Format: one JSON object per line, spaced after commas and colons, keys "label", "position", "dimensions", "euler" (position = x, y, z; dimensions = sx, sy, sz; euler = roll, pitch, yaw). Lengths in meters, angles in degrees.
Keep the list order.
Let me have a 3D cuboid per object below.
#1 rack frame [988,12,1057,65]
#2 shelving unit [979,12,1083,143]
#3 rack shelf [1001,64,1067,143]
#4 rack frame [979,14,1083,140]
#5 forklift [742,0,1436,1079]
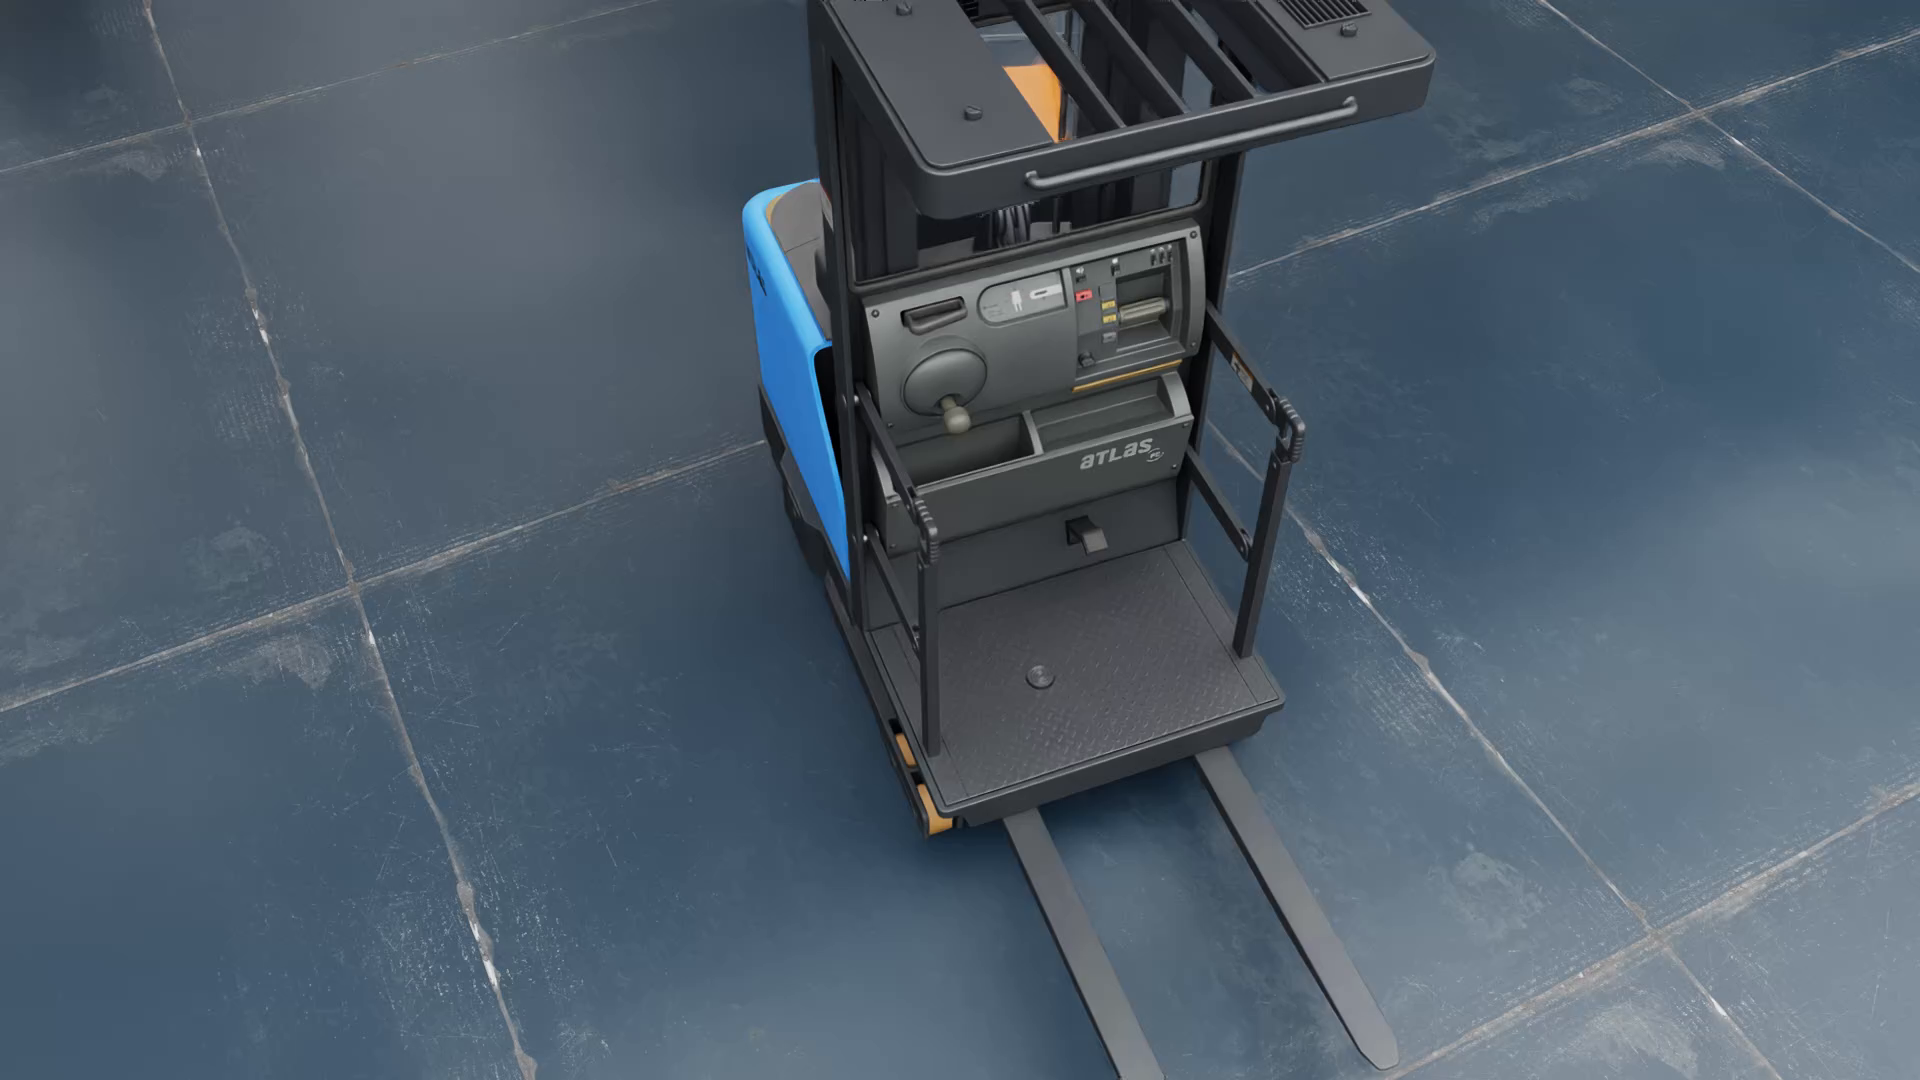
{"label": "rack frame", "position": [0.122, -1.948, 6.457], "dimensions": [0.500, 1.500, 0.032], "euler": [-2, 49, -2]}
{"label": "shelving unit", "position": [0.145, -1.572, 6.129], "dimensions": [0.587, 1.500, 1.083], "euler": [-2, 49, -2]}
{"label": "rack shelf", "position": [0.145, -1.447, 6.258], "dimensions": [0.538, 0.185, 1.000], "euler": [-2, 49, -2]}
{"label": "rack frame", "position": [0.168, -1.183, 5.789], "dimensions": [0.500, 1.500, 0.032], "euler": [-2, 49, -2]}
{"label": "forklift", "position": [0.286, -0.449, 4.196], "dimensions": [1.130, 2.935, 3.031], "euler": [-16, 51, -13]}
